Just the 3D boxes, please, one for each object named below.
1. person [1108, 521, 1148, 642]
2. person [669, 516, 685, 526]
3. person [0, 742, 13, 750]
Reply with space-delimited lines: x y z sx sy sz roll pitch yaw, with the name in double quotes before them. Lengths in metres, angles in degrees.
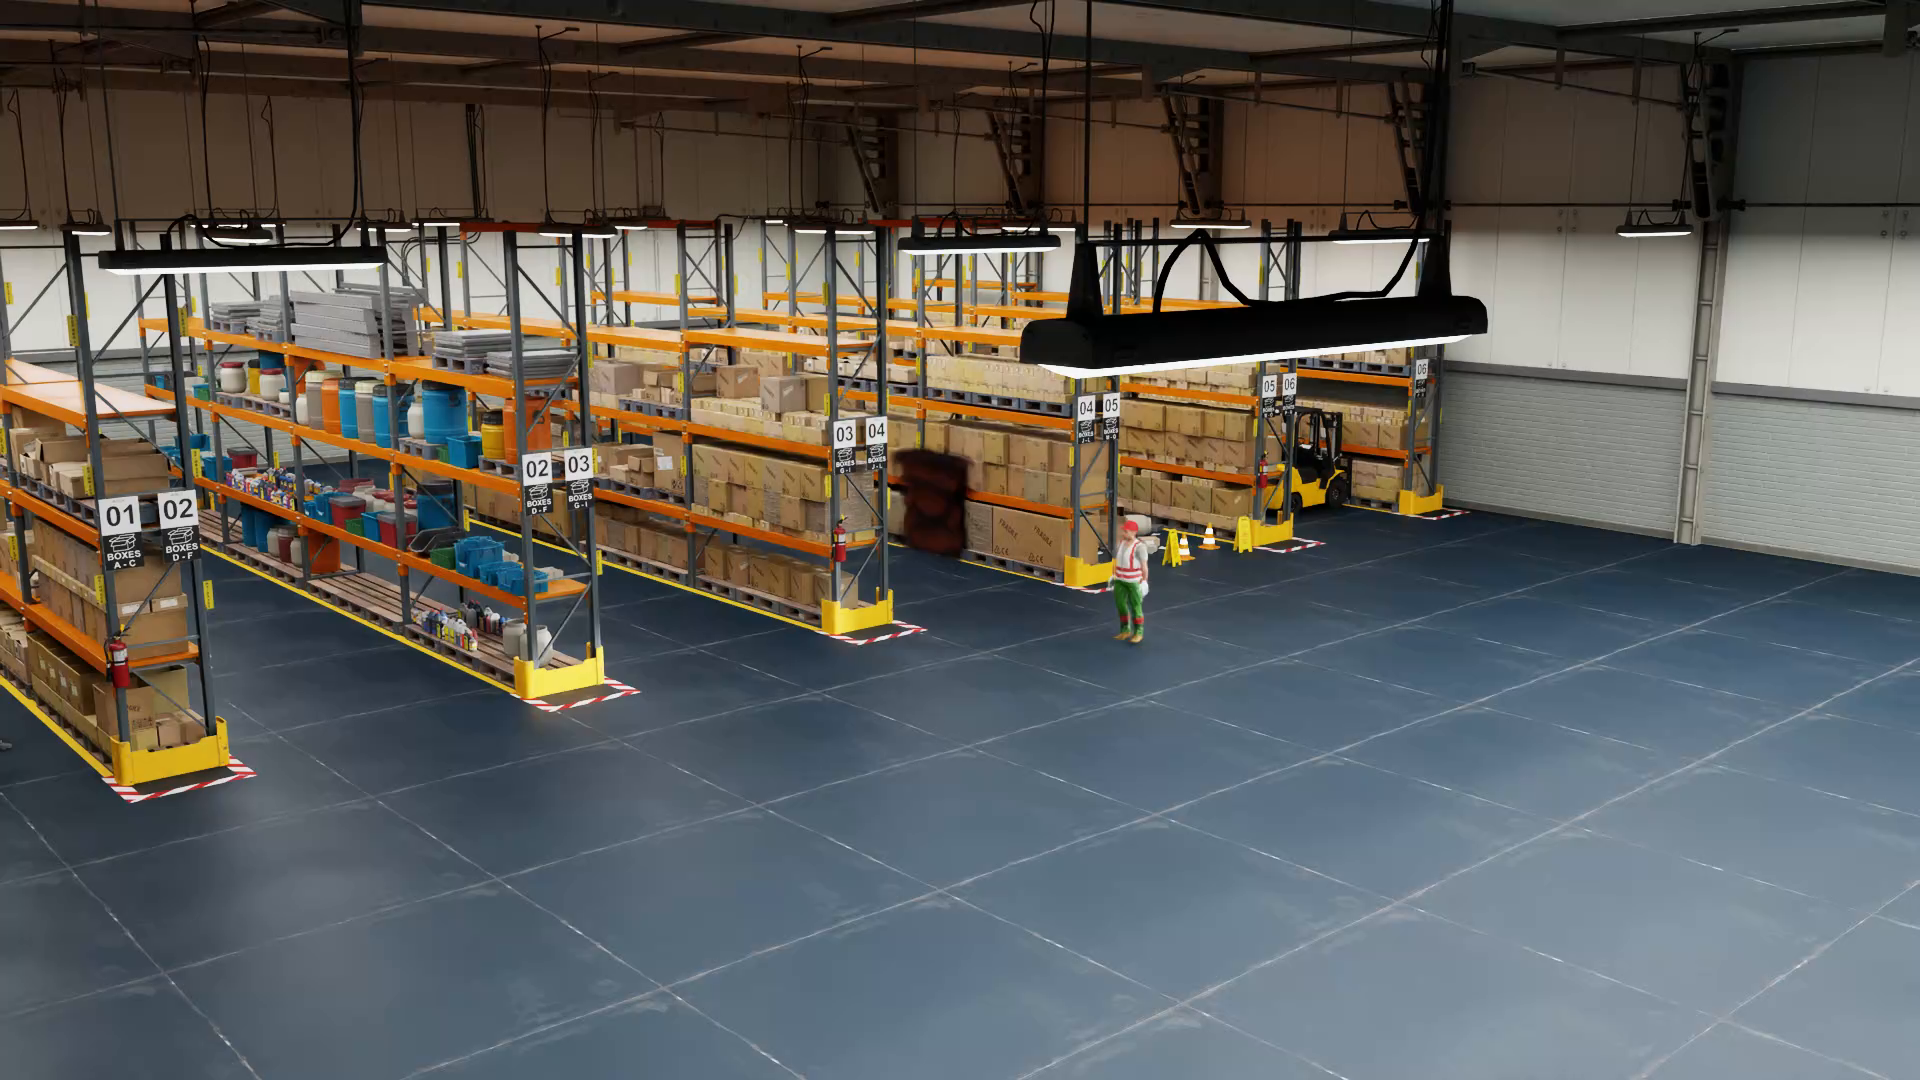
"person" 2.473 0.613 24.339 0.674 1.825 0.357 9 15 39
"person" -5.342 -0.794 31.802 0.530 1.597 0.465 -6 13 -29
"person" -11.526 1.650 19.240 0.675 1.777 0.594 -1 11 -4
